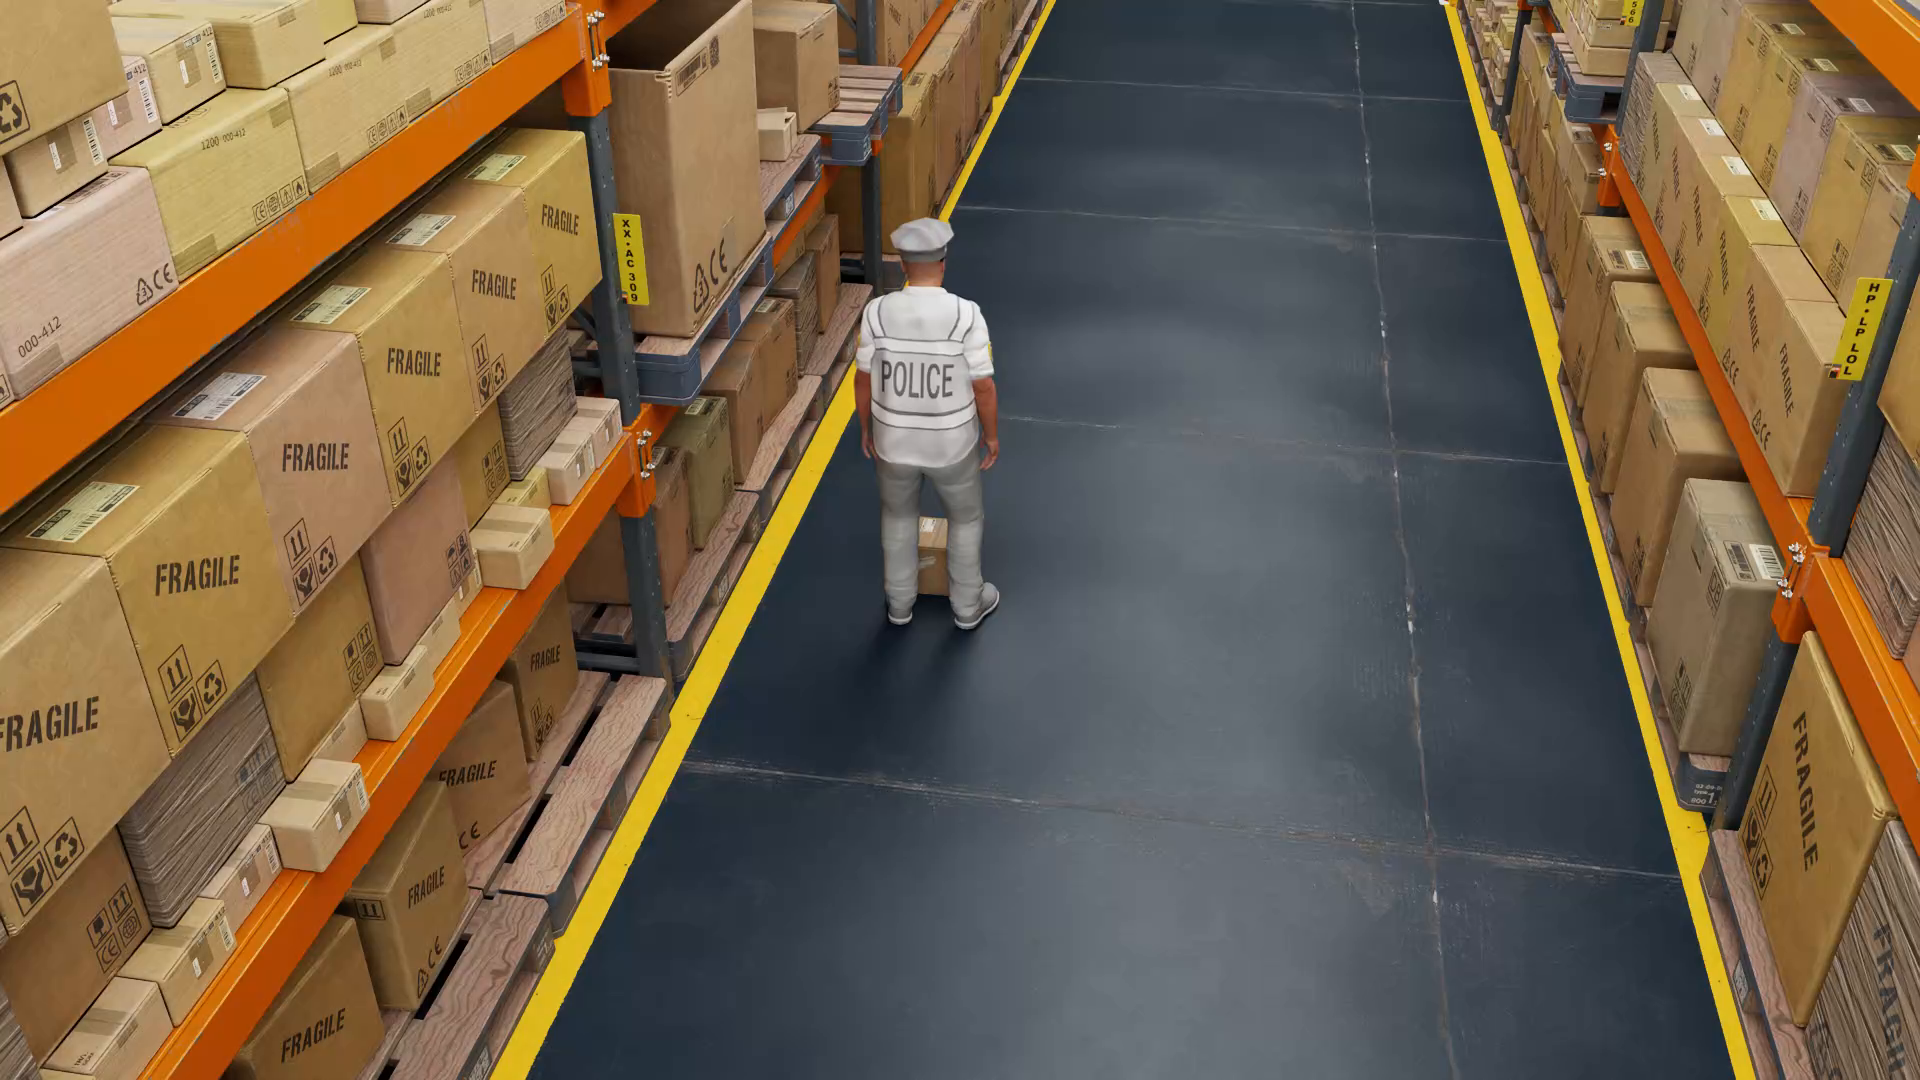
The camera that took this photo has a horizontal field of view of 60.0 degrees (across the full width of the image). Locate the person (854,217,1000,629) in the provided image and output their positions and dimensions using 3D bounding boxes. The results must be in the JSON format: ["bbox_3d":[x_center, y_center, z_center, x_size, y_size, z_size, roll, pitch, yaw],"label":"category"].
[{"bbox_3d":[-0.135,-0.418,6.793,0.584,1.748,0.433,5,33,8],"label":"person"}]
